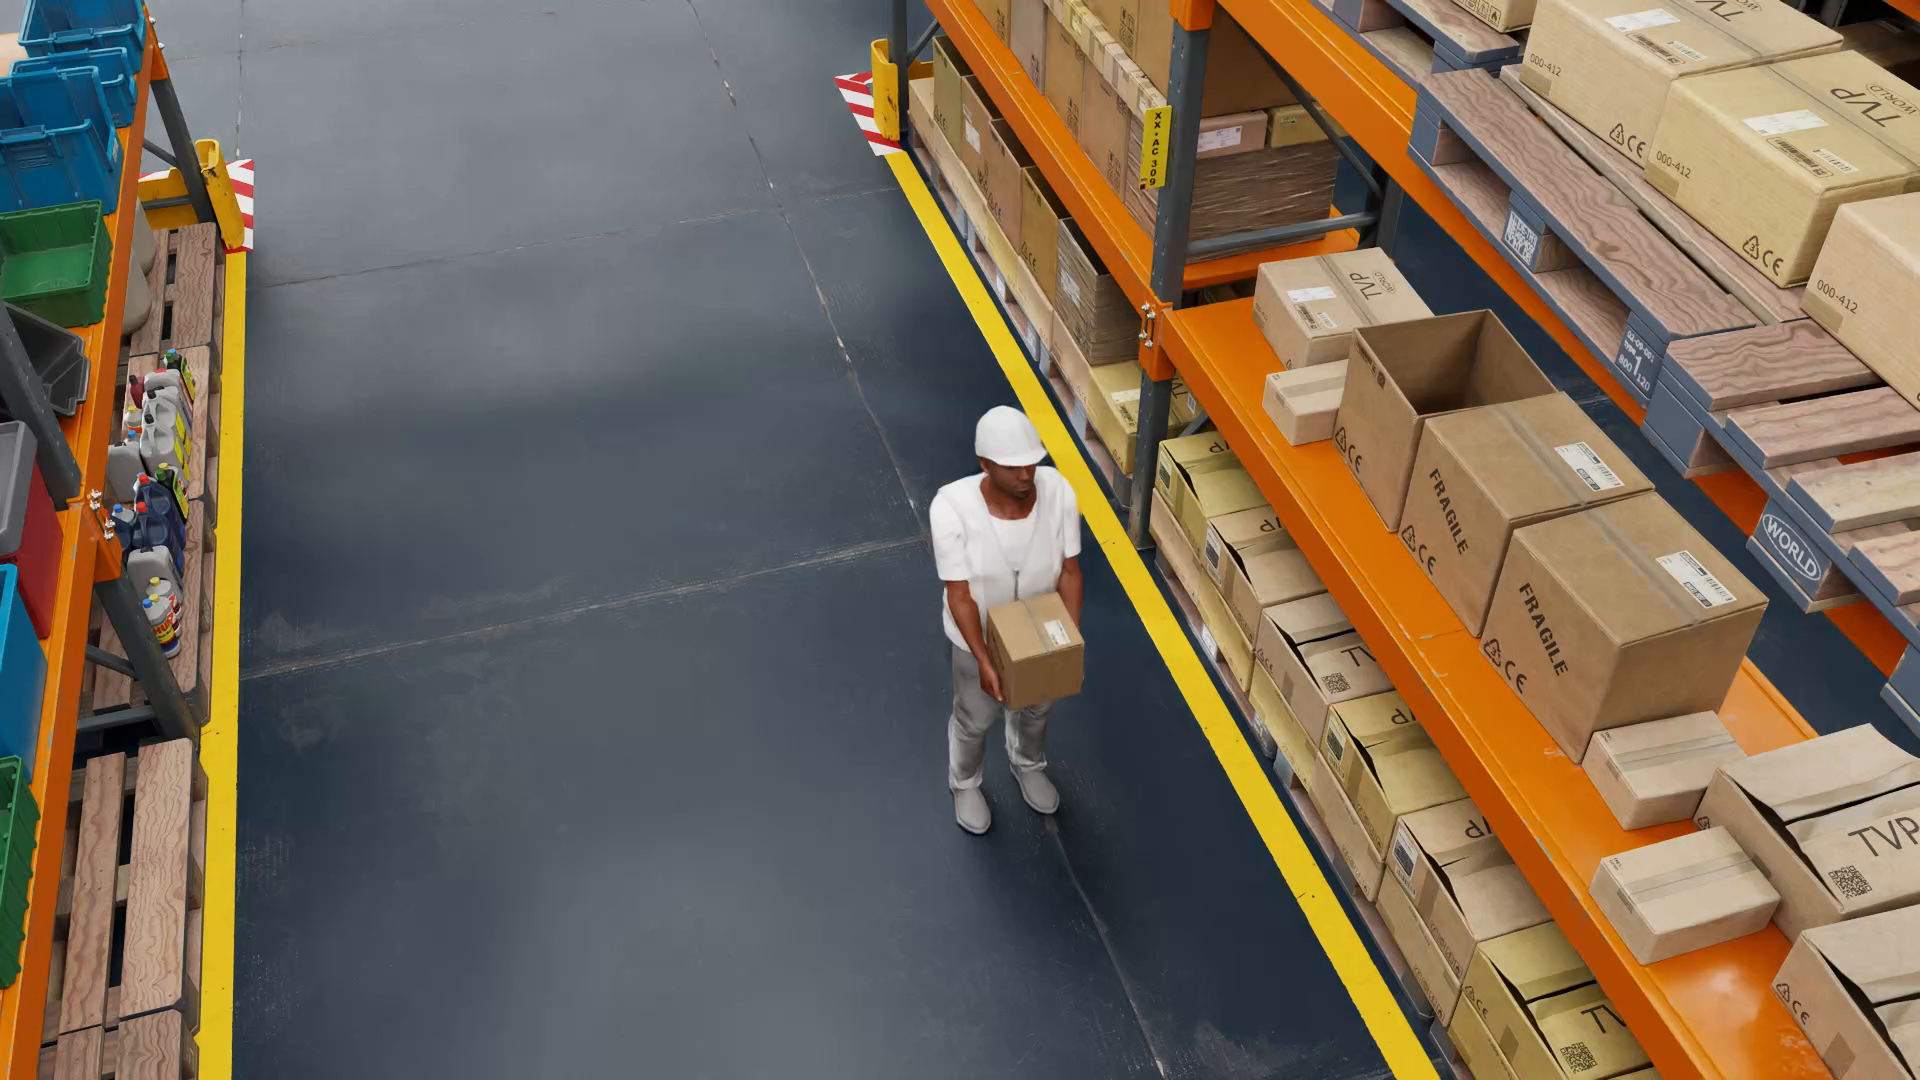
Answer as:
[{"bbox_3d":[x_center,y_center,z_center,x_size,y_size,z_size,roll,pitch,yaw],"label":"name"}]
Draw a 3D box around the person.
[{"bbox_3d":[0.192,0.359,5.744,0.510,1.767,0.575,-12,43,-13],"label":"person"}]
